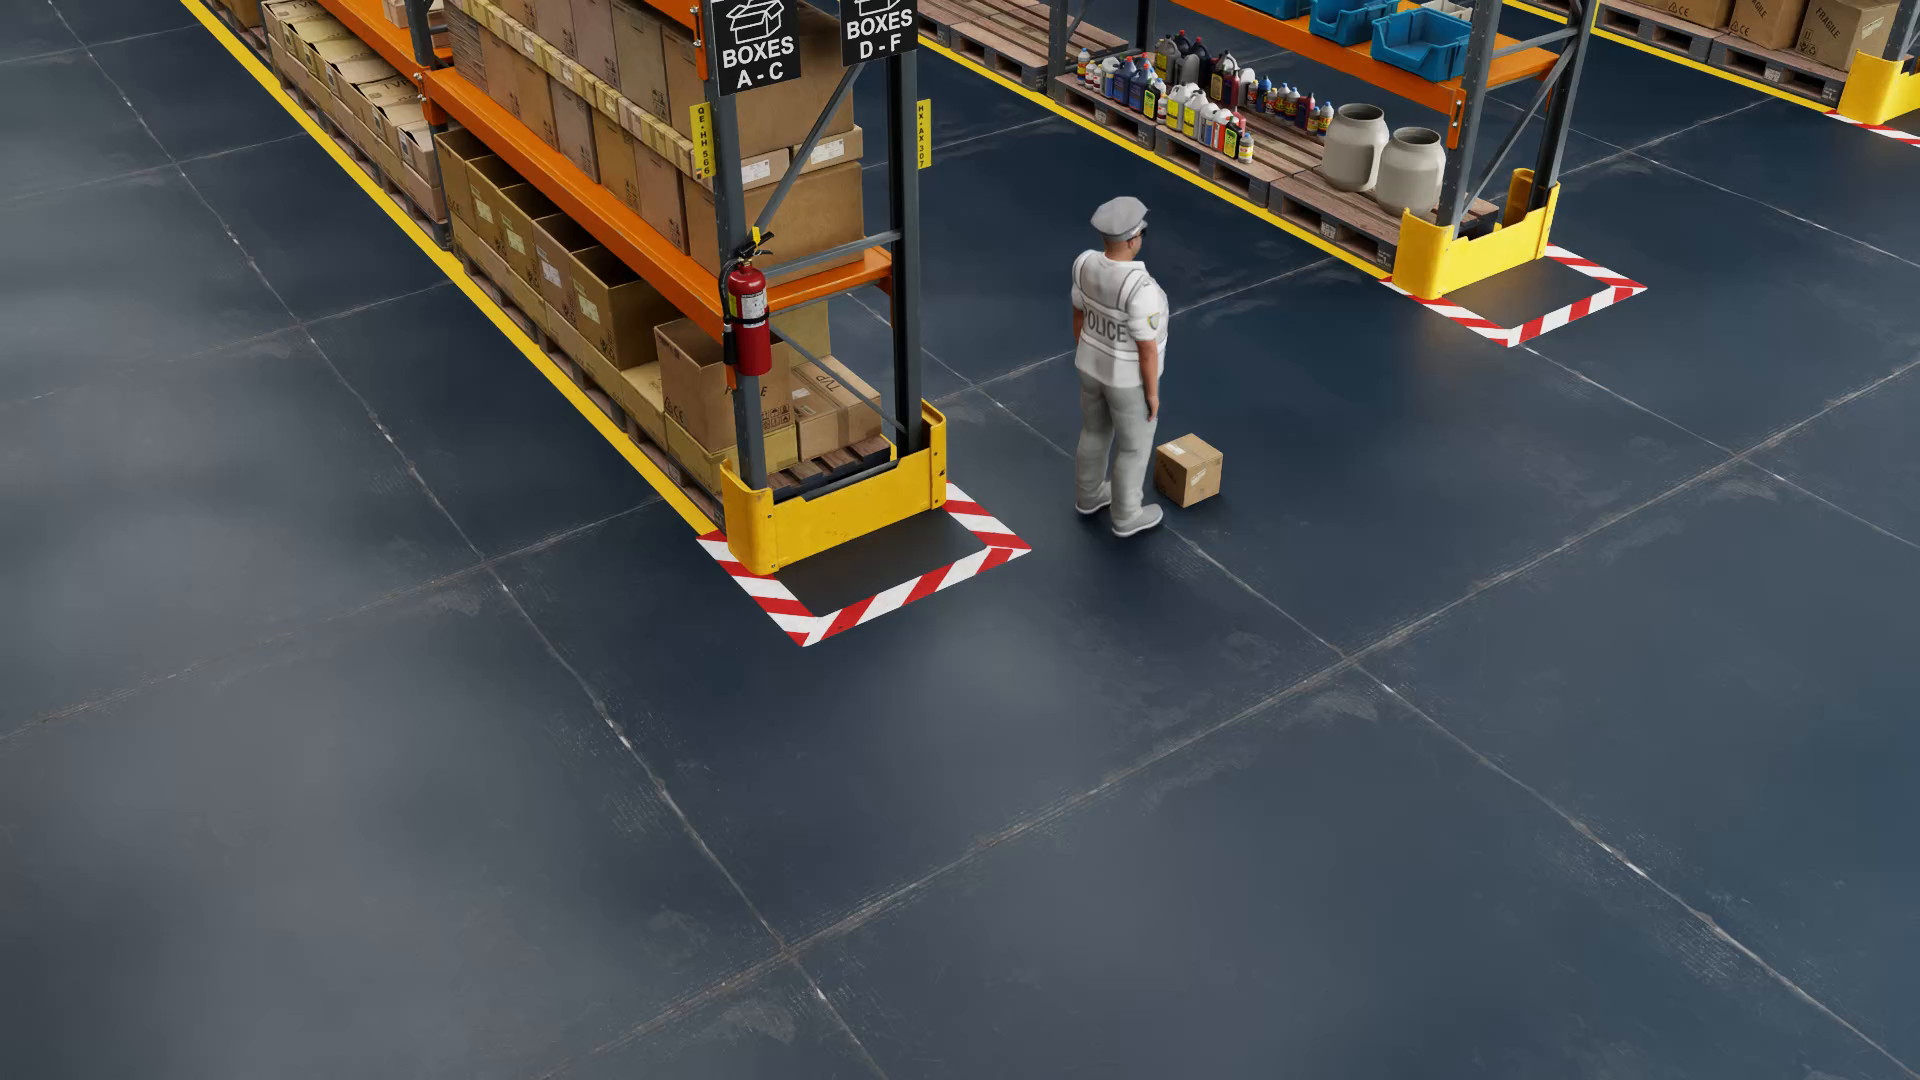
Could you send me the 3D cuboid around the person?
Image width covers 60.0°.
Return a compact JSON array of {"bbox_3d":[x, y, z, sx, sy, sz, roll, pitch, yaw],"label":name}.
[{"bbox_3d":[0.790,-0.837,8.085,0.415,1.773,0.545,-26,44,-31],"label":"person"}]
